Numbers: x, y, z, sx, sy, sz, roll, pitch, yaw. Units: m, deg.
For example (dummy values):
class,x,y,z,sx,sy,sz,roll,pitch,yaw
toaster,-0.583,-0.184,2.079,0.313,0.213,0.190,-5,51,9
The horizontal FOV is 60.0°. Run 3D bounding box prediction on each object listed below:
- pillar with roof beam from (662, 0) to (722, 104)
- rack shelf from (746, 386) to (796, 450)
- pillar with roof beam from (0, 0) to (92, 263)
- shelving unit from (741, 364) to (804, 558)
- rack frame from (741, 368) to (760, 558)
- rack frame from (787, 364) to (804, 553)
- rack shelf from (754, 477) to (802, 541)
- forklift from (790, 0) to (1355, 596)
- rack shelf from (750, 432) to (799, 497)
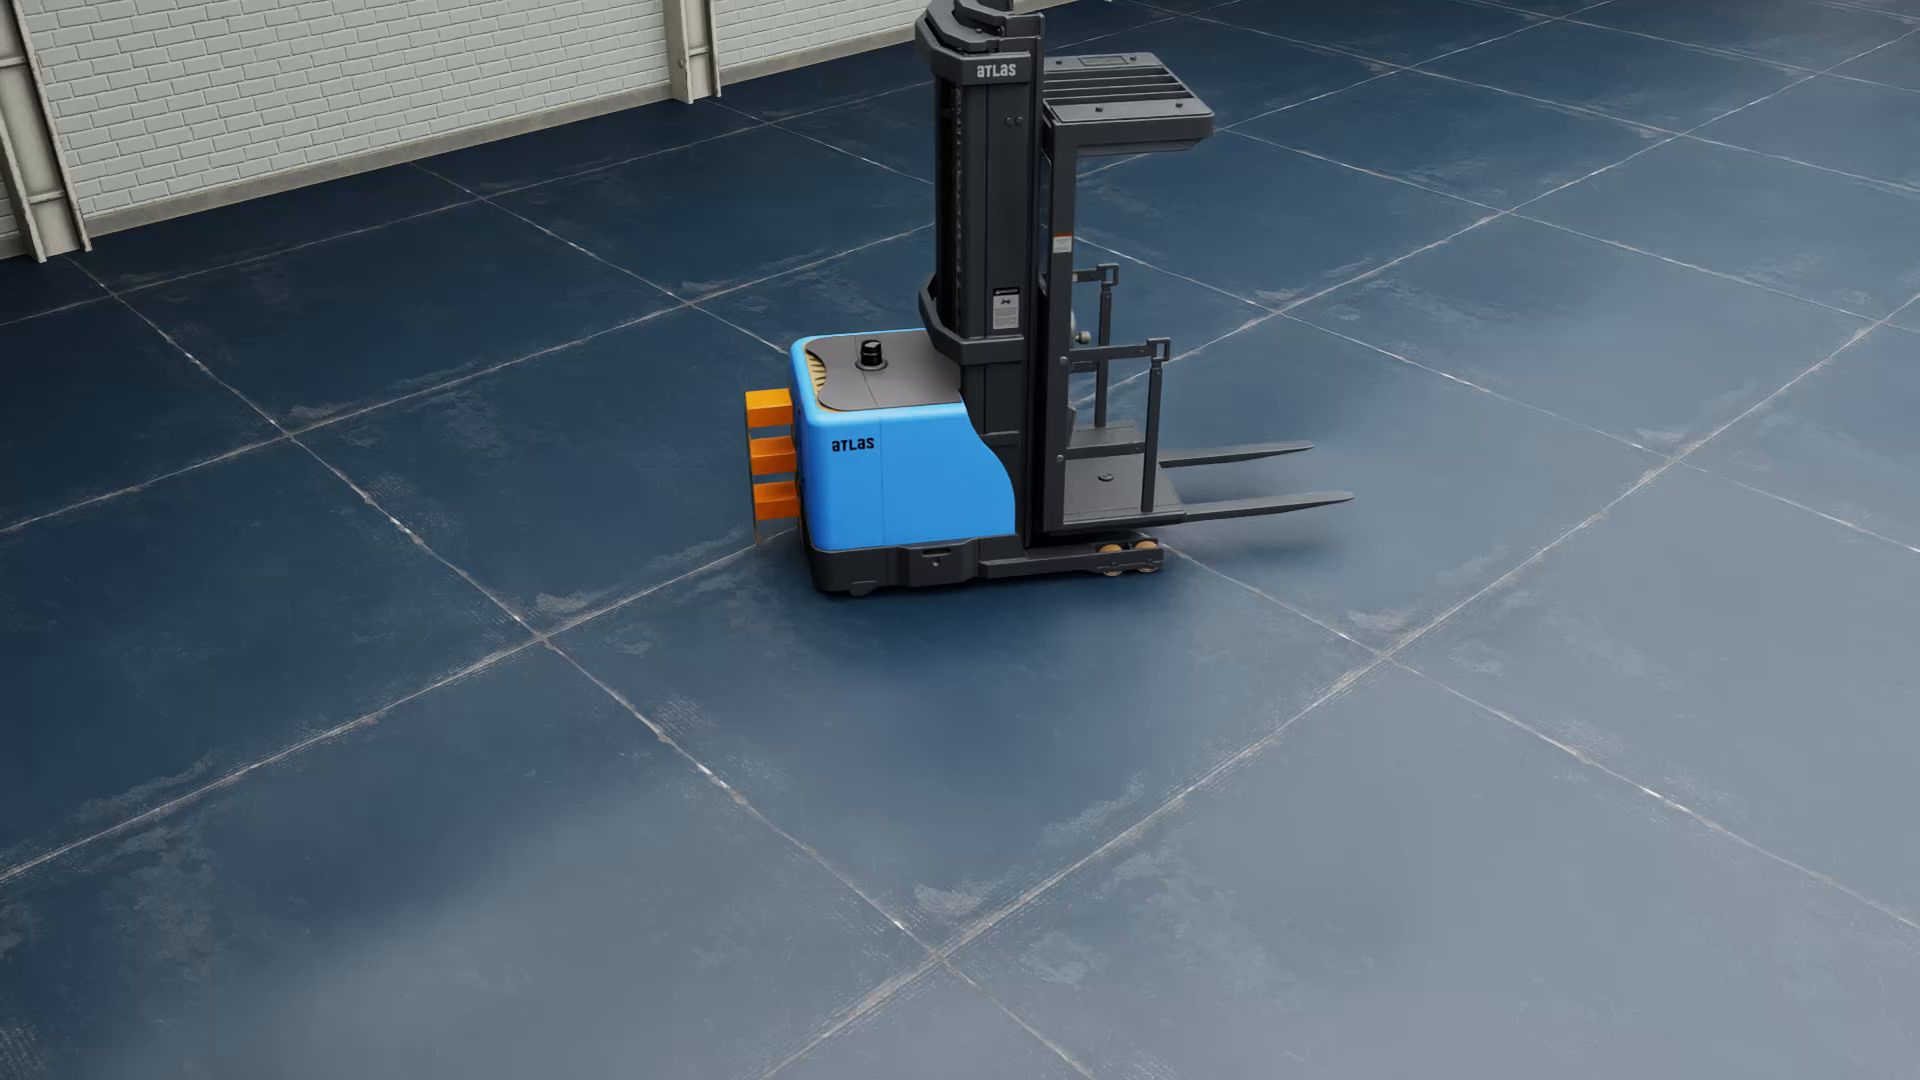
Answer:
class,x,y,z,sx,sy,sz,roll,pitch,yaw
pillar with roof beam,0.325,-6.568,11.366,0.400,9.000,9.100,-26,40,-35
rack shelf,-1.005,-0.646,8.775,0.240,0.259,0.215,-6,32,-9
pillar with roof beam,-4.075,-4.440,7.885,0.400,9.000,9.100,-26,40,-35
shelving unit,-1.003,-0.414,8.918,0.252,1.050,0.215,-6,32,-9
rack frame,-1.123,-0.401,8.899,0.008,1.050,0.200,-6,32,-9
rack frame,-0.883,-0.426,8.937,0.008,1.050,0.200,-6,32,-9
rack shelf,-1.001,-0.168,9.069,0.240,0.259,0.215,-6,32,-9
forklift,0.640,-1.324,8.605,3.031,2.935,1.130,-6,32,-9
rack shelf,-1.003,-0.405,8.923,0.240,0.259,0.215,-6,32,-9
